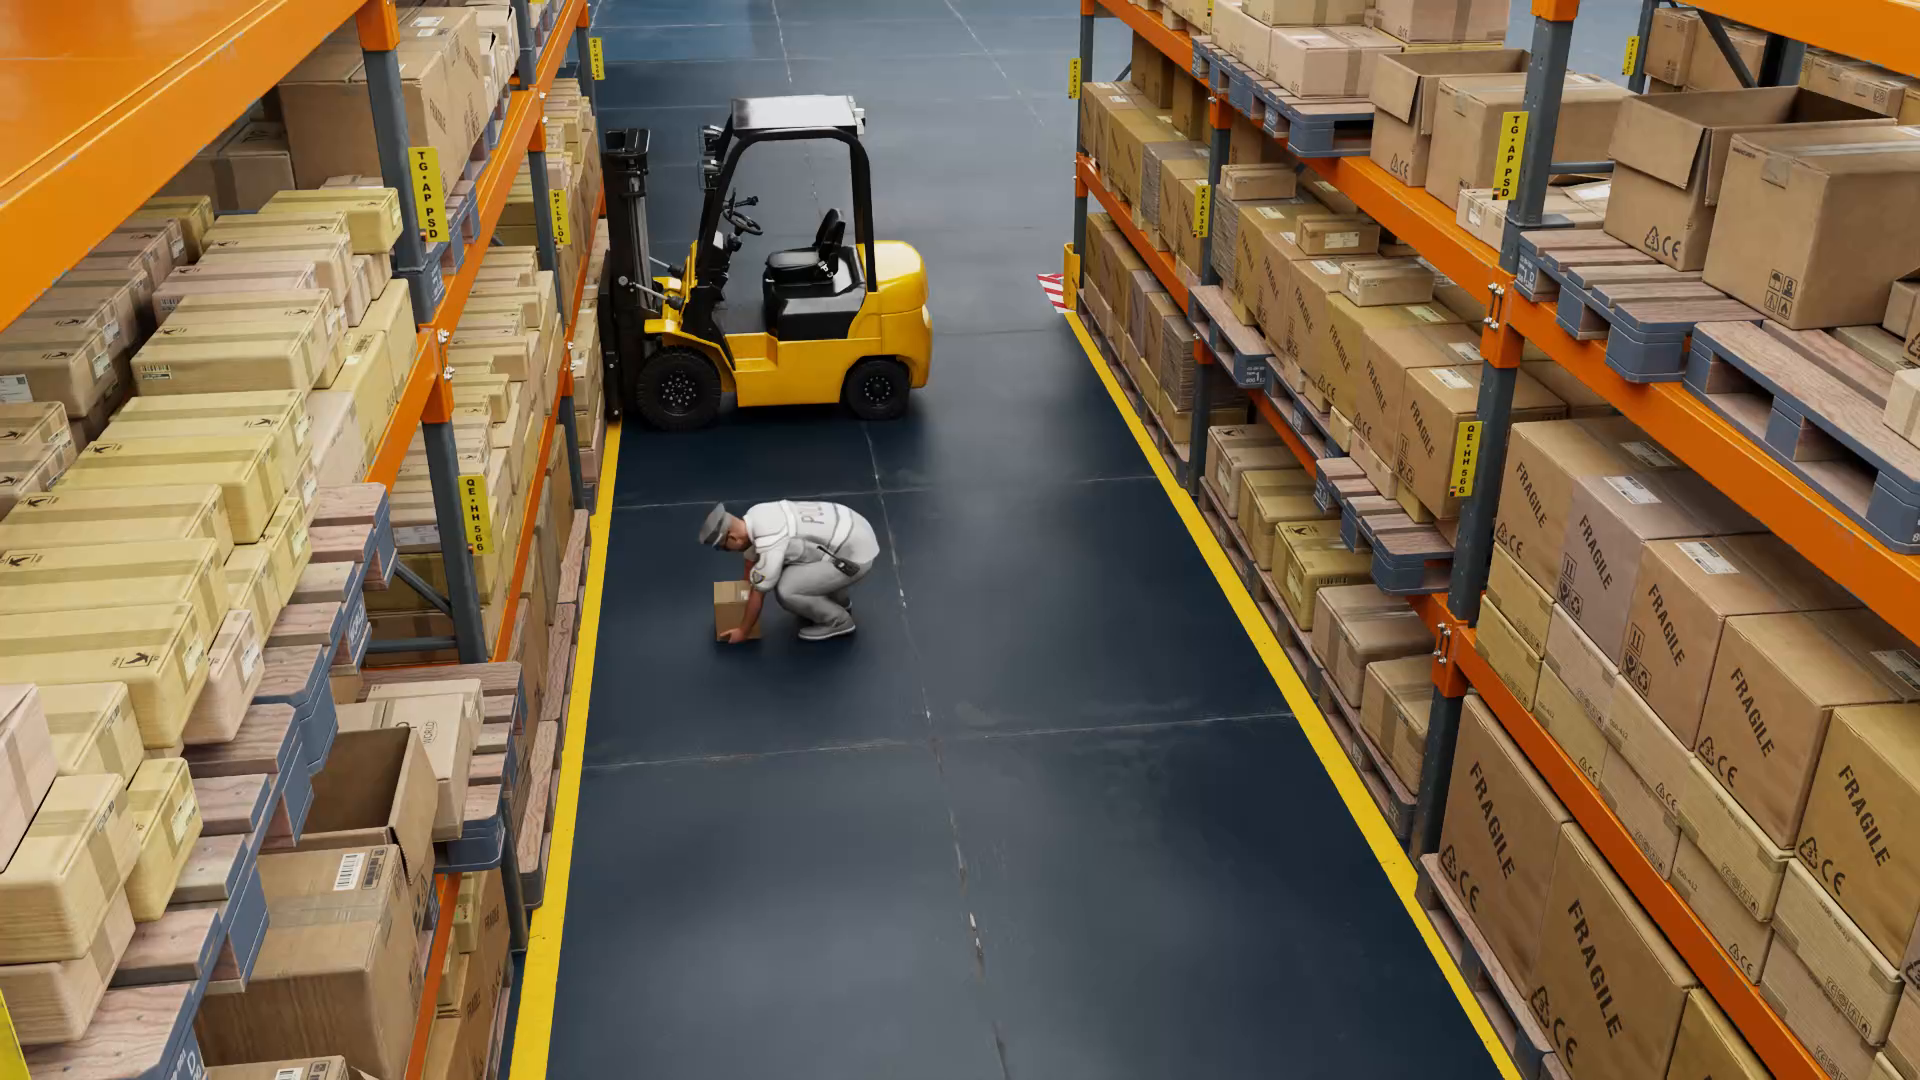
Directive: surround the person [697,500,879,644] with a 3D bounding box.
[{"bbox_3d":[-0.975,0.156,9.396,0.978,0.855,0.536,-4,27,-8],"label":"person"}]
